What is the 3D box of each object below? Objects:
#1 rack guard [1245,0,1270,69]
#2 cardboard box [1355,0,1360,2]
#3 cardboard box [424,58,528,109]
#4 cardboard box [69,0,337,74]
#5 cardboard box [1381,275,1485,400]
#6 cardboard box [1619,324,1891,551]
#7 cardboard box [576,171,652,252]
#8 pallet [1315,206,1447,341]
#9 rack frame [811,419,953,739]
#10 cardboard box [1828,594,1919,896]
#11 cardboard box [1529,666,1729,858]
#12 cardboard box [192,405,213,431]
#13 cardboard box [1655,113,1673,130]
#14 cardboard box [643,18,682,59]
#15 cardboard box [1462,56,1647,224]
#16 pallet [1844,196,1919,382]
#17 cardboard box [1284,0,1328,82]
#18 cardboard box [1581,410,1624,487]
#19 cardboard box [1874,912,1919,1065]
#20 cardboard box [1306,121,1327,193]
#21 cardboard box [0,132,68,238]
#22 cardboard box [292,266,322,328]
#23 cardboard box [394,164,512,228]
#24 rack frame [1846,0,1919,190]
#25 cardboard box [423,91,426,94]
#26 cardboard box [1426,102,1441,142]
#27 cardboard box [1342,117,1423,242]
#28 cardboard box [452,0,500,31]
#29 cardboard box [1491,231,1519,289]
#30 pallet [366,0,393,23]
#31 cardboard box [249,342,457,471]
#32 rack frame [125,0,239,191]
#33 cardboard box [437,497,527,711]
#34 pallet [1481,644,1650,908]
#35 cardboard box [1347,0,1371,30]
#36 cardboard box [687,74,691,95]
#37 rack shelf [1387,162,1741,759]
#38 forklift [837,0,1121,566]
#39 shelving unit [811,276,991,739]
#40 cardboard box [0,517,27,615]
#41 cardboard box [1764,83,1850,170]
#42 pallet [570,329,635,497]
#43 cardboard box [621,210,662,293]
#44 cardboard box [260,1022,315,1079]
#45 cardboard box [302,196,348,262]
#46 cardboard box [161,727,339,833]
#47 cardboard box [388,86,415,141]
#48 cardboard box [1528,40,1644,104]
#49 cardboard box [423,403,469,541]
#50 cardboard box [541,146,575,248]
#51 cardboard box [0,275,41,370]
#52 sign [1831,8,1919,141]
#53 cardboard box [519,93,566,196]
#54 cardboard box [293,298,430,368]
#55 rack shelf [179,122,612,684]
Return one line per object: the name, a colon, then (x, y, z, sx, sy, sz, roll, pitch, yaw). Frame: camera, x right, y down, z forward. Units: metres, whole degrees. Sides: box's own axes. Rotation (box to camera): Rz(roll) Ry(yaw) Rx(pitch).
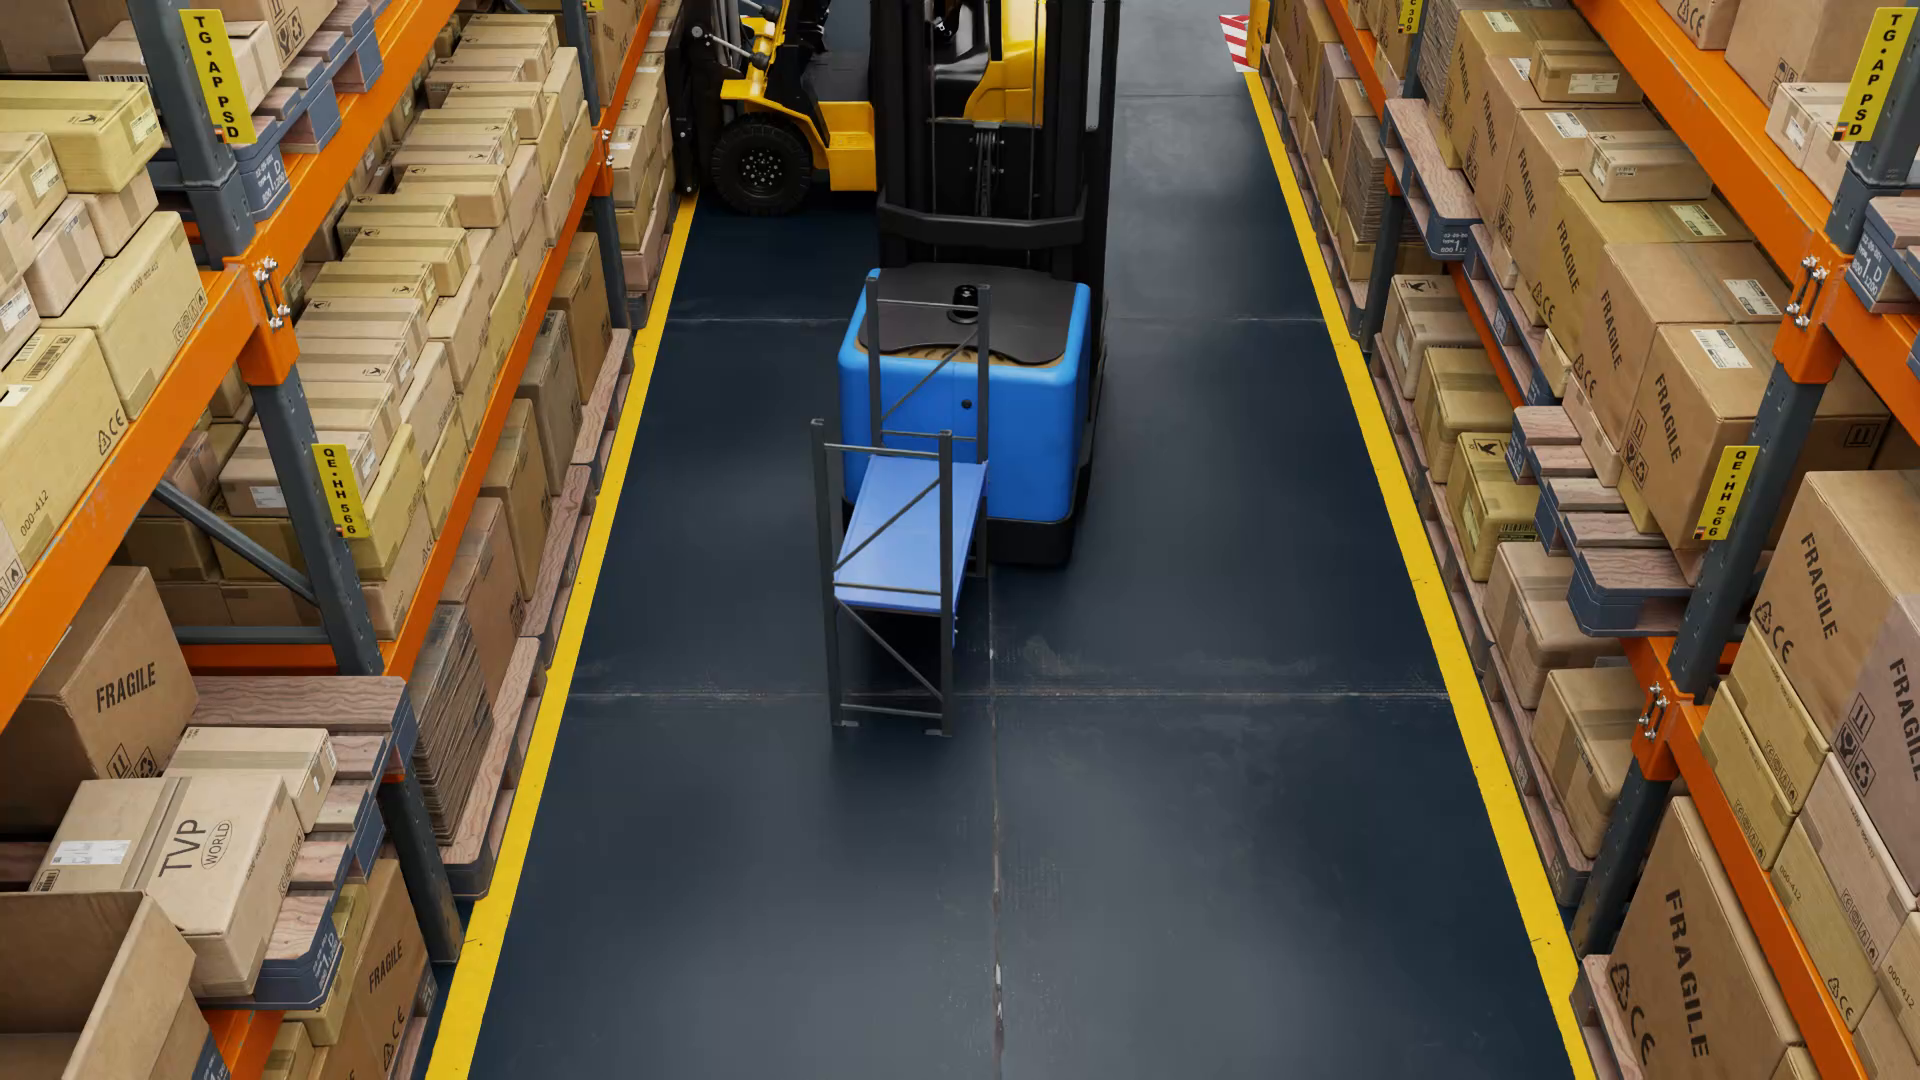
rack guard: (2.677, -3.694, 11.960, 1.175, 0.500, 0.348, 0, 39, 0)
cardboard box: (2.420, -3.295, 9.145, 0.500, 0.500, 0.500, 1, 39, 1)
cardboard box: (-2.093, -1.974, 7.216, 0.380, 0.149, 0.250, 0, 39, 0)
cardboard box: (-2.034, -1.574, 4.421, 0.500, 0.500, 0.500, 0, 39, 0)
cardboard box: (2.685, -1.026, 8.397, 0.950, 0.372, 0.625, 0, 39, 1)
cardboard box: (2.408, -0.317, 5.093, 0.500, 0.500, 0.500, -1, 39, -1)
cardboard box: (-1.974, -1.798, 9.058, 0.500, 0.250, 0.500, 0, 39, 0)
pallet: (2.646, -1.547, 9.512, 1.003, 0.211, 1.213, 0, 39, 0)
rack frame: (-0.277, 0.188, 6.316, 0.500, 1.500, 0.032, 5, 39, 6)
cardboard box: (2.453, 0.476, 3.878, 0.500, 0.500, 0.500, 0, 39, 0)
cardboard box: (2.696, 0.794, 6.126, 0.950, 0.372, 0.625, -2, 39, -3)
cardboard box: (-2.592, -0.367, 5.211, 0.380, 0.149, 0.250, 1, 39, 1)
cardboard box: (2.910, -1.285, 6.302, 0.500, 0.500, 0.500, -1, 39, -2)
cardboard box: (-1.964, -2.953, 10.099, 0.500, 0.250, 0.500, -1, 39, -1)
cardboard box: (2.384, -1.619, 6.718, 0.500, 0.500, 0.500, 0, 39, 0)
pallet: (2.740, -0.408, 3.613, 1.213, 0.211, 1.003, 2, 39, 2)
cardboard box: (2.407, -3.254, 10.675, 0.500, 0.500, 0.500, -1, 39, -2)
cardboard box: (2.333, -0.310, 5.603, 0.380, 0.149, 0.250, 0, 39, 0)
cardboard box: (2.428, 1.101, 3.697, 0.500, 0.250, 0.500, 0, 39, 0)
cardboard box: (2.406, -2.327, 10.118, 0.500, 0.250, 0.500, 1, 39, 1)
cardboard box: (-2.087, -0.712, 3.405, 0.380, 0.149, 0.250, -1, 39, -2)
cardboard box: (-2.556, -0.758, 6.018, 0.500, 0.250, 0.500, 0, 39, 0)
cardboard box: (-1.951, -1.323, 6.404, 0.380, 0.149, 0.250, -1, 39, -1)
rack frame: (2.686, -2.055, 3.118, 1.000, 3.000, 0.127, 0, 39, 0)
cardboard box: (-2.538, -2.029, 7.603, 0.500, 0.250, 0.500, -1, 39, -1)
cardboard box: (2.366, -1.935, 7.632, 0.380, 0.149, 0.250, 0, 39, 1)
cardboard box: (2.413, -1.969, 9.071, 0.500, 0.500, 0.500, -1, 39, -1)
cardboard box: (-2.553, -2.529, 8.428, 0.500, 0.500, 0.500, 0, 39, 0)
cardboard box: (2.340, -1.120, 6.614, 0.380, 0.149, 0.250, 1, 39, 2)
pallet: (-2.372, -1.929, 5.510, 1.003, 0.211, 1.213, 2, 39, 2)
cardboard box: (-2.033, -0.435, 5.615, 0.500, 0.250, 0.500, 1, 39, 1)
rack frame: (-2.277, -2.049, 3.111, 1.000, 3.000, 0.127, 0, 39, 0)
cardboard box: (-2.273, 0.256, 6.595, 0.875, 0.625, 0.625, 1, 39, 1)
pallet: (2.687, 0.885, 6.476, 1.003, 0.211, 1.213, 0, 39, 0)
cardboard box: (2.372, -2.954, 9.238, 0.380, 0.149, 0.250, -1, 39, -1)
cardboard box: (-1.962, -3.056, 10.628, 0.500, 0.250, 0.500, -1, 39, -1)
rack shelf: (2.684, -0.684, 6.780, 1.077, 0.370, 4.000, 0, 39, 0)
forklift: (0.188, -1.947, 7.836, 1.130, 2.935, 3.031, 5, 39, 6)
shelving unit: (-0.204, -0.127, 6.709, 0.538, 1.500, 1.048, 5, 39, 6)
cardboard box: (-2.032, 0.128, 2.913, 0.500, 0.250, 0.500, 0, 39, 0)
cardboard box: (2.468, -1.139, 4.575, 0.380, 0.149, 0.250, 0, 39, 0)
pallet: (-2.242, -0.661, 8.406, 1.003, 0.211, 1.213, 0, 39, 0)
cardboard box: (-1.951, -1.603, 9.215, 0.500, 0.250, 0.500, 0, 39, 0)
cardboard box: (-2.036, 1.494, 4.631, 0.380, 0.149, 0.250, -1, 39, -2)
cardboard box: (-2.501, -1.164, 6.205, 0.380, 0.149, 0.250, 1, 39, 1)
cardboard box: (-1.893, 0.637, 4.422, 0.380, 0.149, 0.250, 1, 39, 1)
cardboard box: (-2.528, -1.798, 6.996, 0.380, 0.149, 0.250, 0, 39, 0)
cardboard box: (2.433, -1.814, 6.443, 0.380, 0.149, 0.250, 2, 39, 2)
cardboard box: (-2.029, -0.242, 5.773, 0.500, 0.250, 0.500, -1, 39, -1)
cardboard box: (-2.014, -1.522, 7.370, 0.500, 0.250, 0.500, 0, 39, 0)
cardboard box: (-2.081, -0.428, 3.288, 0.380, 0.149, 0.250, 1, 39, 1)
sign: (2.144, -1.087, 3.896, 0.100, 0.325, 0.005, 0, 39, 0)
cardboard box: (-2.018, -1.718, 7.215, 0.500, 0.250, 0.500, -1, 39, -1)
cardboard box: (-2.024, -0.691, 5.615, 0.380, 0.149, 0.250, 0, 39, 0)
rack shelf: (-2.280, -0.678, 6.773, 1.077, 0.370, 4.000, 0, 39, 0)
